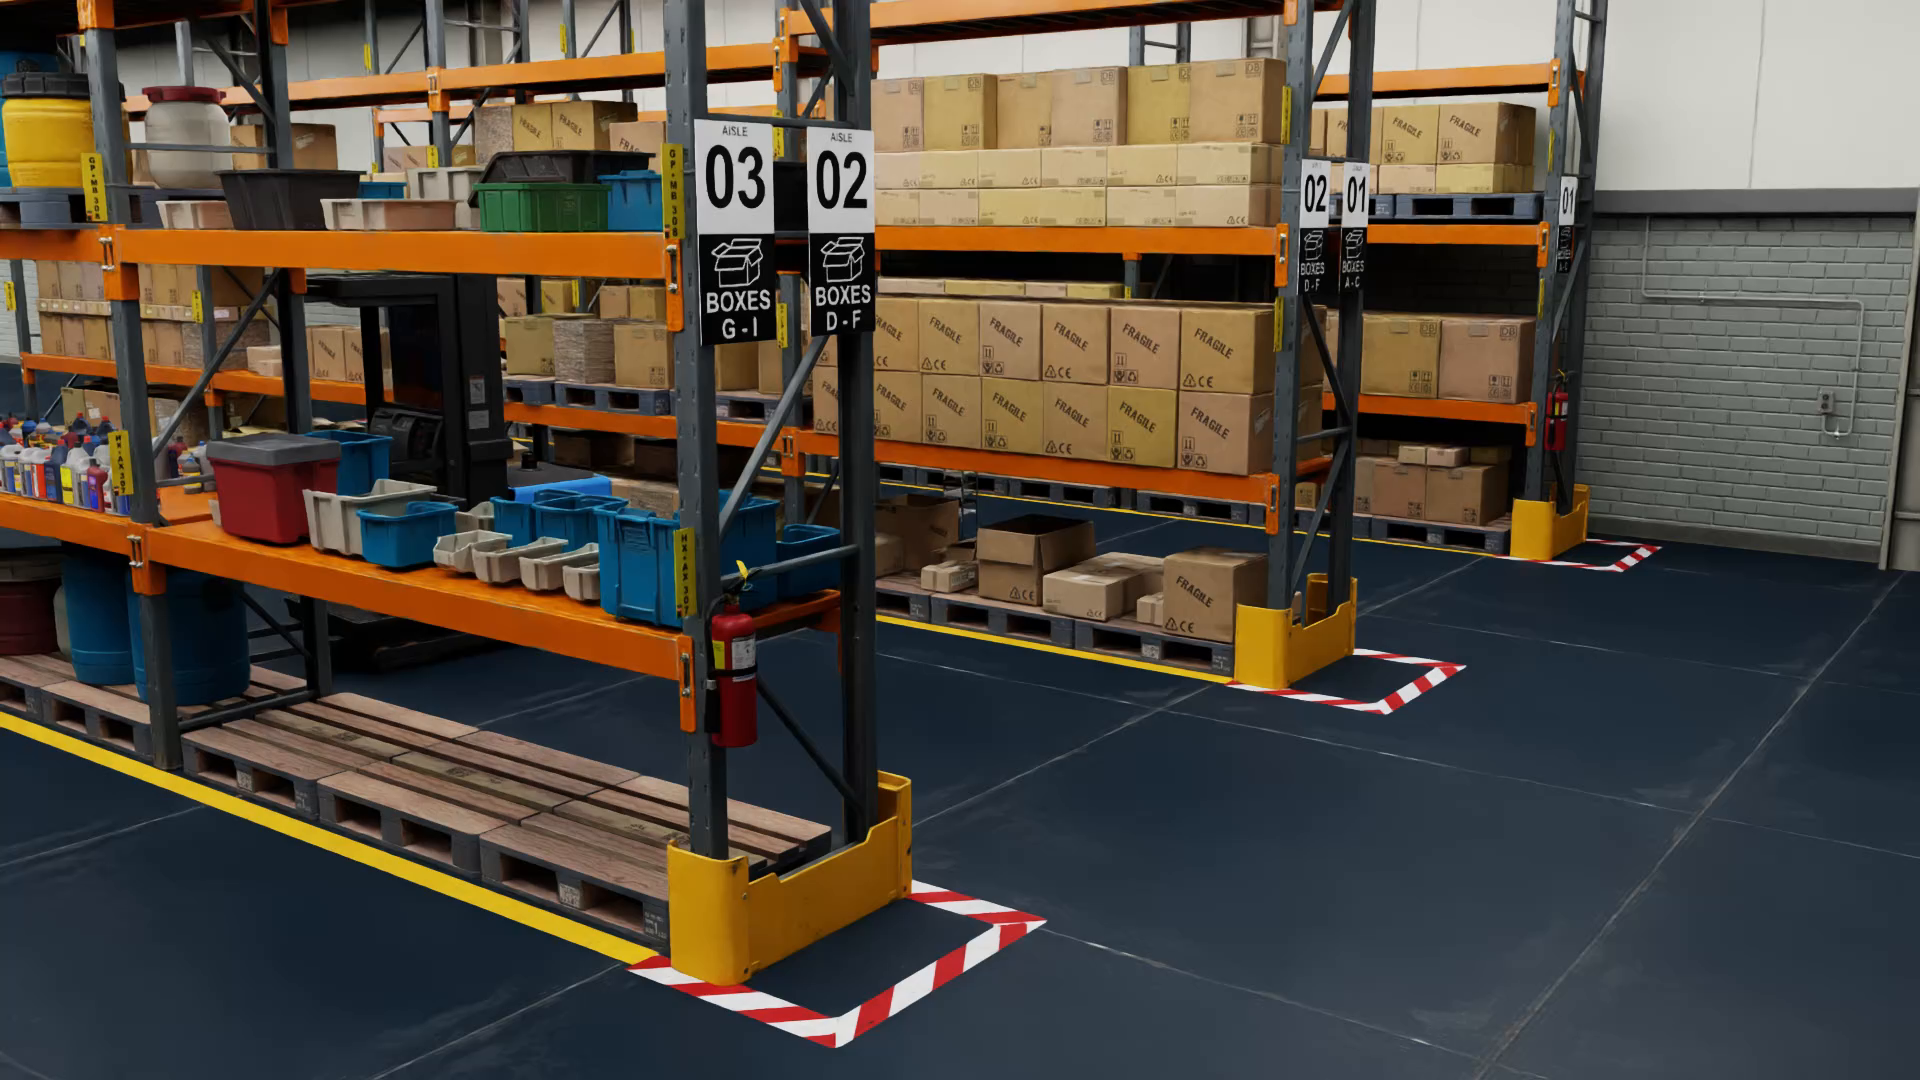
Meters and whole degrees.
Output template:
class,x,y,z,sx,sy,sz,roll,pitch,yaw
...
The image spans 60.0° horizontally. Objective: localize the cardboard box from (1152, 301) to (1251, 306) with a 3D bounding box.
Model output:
class,x,y,z,sx,sy,sz,roll,pitch,yaw
cardboard box,1.615,-1.332,11.124,0.500,0.500,0.500,8,14,36

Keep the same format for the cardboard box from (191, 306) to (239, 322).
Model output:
class,x,y,z,sx,sy,sz,roll,pitch,yaw
cardboard box,-7.776,-2.359,17.356,0.250,0.149,0.380,8,13,35

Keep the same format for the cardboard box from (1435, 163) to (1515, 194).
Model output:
class,x,y,z,sx,sy,sz,roll,pitch,yaw
cardboard box,4.424,-3.099,14.282,0.500,0.250,0.500,8,14,37

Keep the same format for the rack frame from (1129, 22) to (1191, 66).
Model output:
class,x,y,z,sx,sy,sz,roll,pitch,yaw
rack frame,1.947,-4.799,16.141,0.127,3.000,1.000,8,13,36

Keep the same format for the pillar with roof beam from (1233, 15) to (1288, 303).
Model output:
class,x,y,z,sx,sy,sz,roll,pitch,yaw
pillar with roof beam,0.475,-4.193,13.013,0.400,9.000,9.100,8,13,36

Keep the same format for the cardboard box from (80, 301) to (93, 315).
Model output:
class,x,y,z,sx,sy,sz,roll,pitch,yaw
cardboard box,-9.632,-2.618,18.695,0.250,0.149,0.380,7,13,34

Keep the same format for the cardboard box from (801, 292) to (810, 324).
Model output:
class,x,y,z,sx,sy,sz,roll,pitch,yaw
cardboard box,-1.662,-2.619,19.250,0.500,0.500,0.700,6,13,29

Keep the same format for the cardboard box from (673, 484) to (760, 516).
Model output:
class,x,y,z,sx,sy,sz,roll,pitch,yaw
cardboard box,-1.943,-0.152,13.339,0.500,0.500,0.500,8,14,36

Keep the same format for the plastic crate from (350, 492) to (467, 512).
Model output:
class,x,y,z,sx,sy,sz,roll,pitch,yaw
plastic crate,-2.856,-0.146,8.454,0.590,0.125,0.437,8,13,36

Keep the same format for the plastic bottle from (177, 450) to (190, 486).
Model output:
class,x,y,z,sx,sy,sz,roll,pitch,yaw
plastic bottle,-4.594,-0.430,9.876,0.097,0.201,0.097,0,11,0

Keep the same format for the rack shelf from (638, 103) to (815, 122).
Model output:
class,x,y,z,sx,sy,sz,roll,pitch,yaw
rack shelf,-2.889,-4.924,19.735,4.000,0.370,1.077,8,13,36

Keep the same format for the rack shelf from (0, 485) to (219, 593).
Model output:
class,x,y,z,sx,sy,sz,roll,pitch,yaw
rack shelf,-5.529,-0.208,10.102,4.000,0.370,1.077,8,13,36

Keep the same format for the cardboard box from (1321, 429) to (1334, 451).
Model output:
class,x,y,z,sx,sy,sz,roll,pitch,yaw
cardboard box,3.540,-0.952,15.819,0.250,0.149,0.380,8,13,35

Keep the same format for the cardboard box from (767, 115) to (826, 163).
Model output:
class,x,y,z,sx,sy,sz,roll,pitch,yaw
cardboard box,-1.344,-2.939,12.796,0.600,0.600,0.600,6,13,30

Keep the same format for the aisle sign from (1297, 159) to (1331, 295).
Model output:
class,x,y,z,sx,sy,sz,roll,pitch,yaw
aisle sign,2.116,-1.866,9.936,0.004,0.787,0.394,8,13,36

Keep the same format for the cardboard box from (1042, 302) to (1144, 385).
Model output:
class,x,y,z,sx,sy,sz,roll,pitch,yaw
cardboard box,0.892,-1.307,10.992,0.500,0.500,0.500,8,14,37

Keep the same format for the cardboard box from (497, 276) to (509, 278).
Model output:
class,x,y,z,sx,sy,sz,roll,pitch,yaw
cardboard box,-6.400,-3.371,22.923,0.500,0.500,0.500,7,13,34

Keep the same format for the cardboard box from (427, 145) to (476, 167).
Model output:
class,x,y,z,sx,sy,sz,roll,pitch,yaw
cardboard box,-6.764,-5.024,22.257,0.500,0.500,0.500,8,14,37

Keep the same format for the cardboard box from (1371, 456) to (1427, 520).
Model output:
class,x,y,z,sx,sy,sz,roll,pitch,yaw
cardboard box,4.144,-0.502,15.203,0.500,0.500,0.700,8,13,35

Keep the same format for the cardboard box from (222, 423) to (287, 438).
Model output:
class,x,y,z,sx,sy,sz,roll,pitch,yaw
cardboard box,-7.244,-1.041,17.169,0.500,0.311,0.500,8,14,36

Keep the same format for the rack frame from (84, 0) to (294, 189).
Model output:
class,x,y,z,sx,sy,sz,roll,pitch,yaw
rack frame,-3.917,-3.282,8.302,0.127,3.000,1.000,8,13,36

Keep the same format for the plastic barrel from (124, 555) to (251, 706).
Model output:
class,x,y,z,sx,sy,sz,roll,pitch,yaw
plastic barrel,-4.345,0.424,9.361,0.708,0.901,0.600,8,13,36

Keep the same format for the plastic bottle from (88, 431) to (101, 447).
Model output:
class,x,y,z,sx,sy,sz,roll,pitch,yaw
plastic bottle,-5.317,-0.531,10.215,0.097,0.271,0.097,0,11,0

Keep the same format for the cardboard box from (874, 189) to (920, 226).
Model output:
class,x,y,z,sx,sy,sz,roll,pitch,yaw
cardboard box,-0.336,-2.344,11.746,0.500,0.250,0.500,8,13,36

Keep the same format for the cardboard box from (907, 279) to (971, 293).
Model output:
class,x,y,z,sx,sy,sz,roll,pitch,yaw
cardboard box,-0.225,-2.670,17.858,0.500,0.250,0.500,8,14,36

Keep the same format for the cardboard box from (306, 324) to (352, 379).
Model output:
class,x,y,z,sx,sy,sz,roll,pitch,yaw
cardboard box,-6.396,-1.895,16.663,0.500,0.500,0.500,9,14,40

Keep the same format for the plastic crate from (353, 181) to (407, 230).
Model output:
class,x,y,z,sx,sy,sz,roll,pitch,yaw
plastic crate,-2.994,-1.673,8.326,0.300,0.233,0.416,8,13,36

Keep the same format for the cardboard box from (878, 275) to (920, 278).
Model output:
class,x,y,z,sx,sy,sz,roll,pitch,yaw
cardboard box,-0.758,-2.865,18.867,0.500,0.250,0.500,8,14,37

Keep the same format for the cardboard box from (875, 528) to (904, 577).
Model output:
class,x,y,z,sx,sy,sz,roll,pitch,yaw
cardboard box,-0.772,0.090,12.588,0.500,0.311,0.500,8,13,36

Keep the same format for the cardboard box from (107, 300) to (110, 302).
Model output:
class,x,y,z,sx,sy,sz,roll,pitch,yaw
cardboard box,-9.005,-2.898,18.433,0.500,0.500,0.700,8,14,36

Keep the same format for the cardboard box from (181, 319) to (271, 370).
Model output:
class,x,y,z,sx,sy,sz,roll,pitch,yaw
cardboard box,-7.791,-2.092,17.682,0.500,0.500,0.700,8,13,34

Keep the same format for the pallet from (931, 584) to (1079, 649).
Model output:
class,x,y,z,sx,sy,sz,roll,pitch,yaw
pallet,0.558,0.489,11.946,1.213,0.211,1.003,8,13,36

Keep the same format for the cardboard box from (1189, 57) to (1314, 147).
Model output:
class,x,y,z,sx,sy,sz,roll,pitch,yaw
cardboard box,1.818,-2.713,10.361,0.500,0.500,0.700,8,13,36

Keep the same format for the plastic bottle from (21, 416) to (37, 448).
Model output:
class,x,y,z,sx,sy,sz,roll,pitch,yaw
plastic bottle,-6.137,-0.679,10.982,0.097,0.271,0.097,0,11,0

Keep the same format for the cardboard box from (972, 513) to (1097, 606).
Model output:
class,x,y,z,sx,sy,sz,roll,pitch,yaw
cardboard box,0.535,0.126,11.897,0.637,0.503,0.797,8,13,36

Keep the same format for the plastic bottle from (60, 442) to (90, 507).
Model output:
class,x,y,z,sx,sy,sz,roll,pitch,yaw
plastic bottle,-4.852,-0.365,9.151,0.185,0.351,0.144,8,13,36

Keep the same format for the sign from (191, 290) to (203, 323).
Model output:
class,x,y,z,sx,sy,sz,roll,pitch,yaw
sign,-7.757,-2.373,16.908,0.005,0.325,0.100,8,13,36

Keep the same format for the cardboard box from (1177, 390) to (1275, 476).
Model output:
class,x,y,z,sx,sy,sz,roll,pitch,yaw
cardboard box,1.720,-0.702,10.500,0.500,0.500,0.500,8,14,37

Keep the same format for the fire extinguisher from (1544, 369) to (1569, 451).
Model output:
class,x,y,z,sx,sy,sz,roll,pitch,yaw
fire extinguisher,5.019,-1.095,13.977,0.183,0.674,0.296,8,13,36

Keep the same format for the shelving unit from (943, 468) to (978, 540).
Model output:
class,x,y,z,sx,sy,sz,roll,pitch,yaw
shelving unit,0.007,-0.441,14.939,0.210,0.900,0.258,8,13,36

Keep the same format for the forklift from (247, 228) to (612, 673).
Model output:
class,x,y,z,sx,sy,sz,roll,pitch,yaw
forklift,-3.834,-0.699,10.928,1.130,2.935,3.031,11,15,44

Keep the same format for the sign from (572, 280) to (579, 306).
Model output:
class,x,y,z,sx,sy,sz,roll,pitch,yaw
sign,-4.816,-3.094,20.844,0.005,0.325,0.100,8,13,36

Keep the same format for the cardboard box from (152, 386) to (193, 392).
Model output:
class,x,y,z,sx,sy,sz,roll,pitch,yaw
cardboard box,-8.829,-1.487,18.975,0.500,0.500,0.500,8,13,36

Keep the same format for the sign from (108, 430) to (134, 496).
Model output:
class,x,y,z,sx,sy,sz,roll,pitch,yaw
sign,-4.244,-0.388,8.411,0.005,0.325,0.100,8,13,36

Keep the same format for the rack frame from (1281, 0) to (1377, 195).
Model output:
class,x,y,z,sx,sy,sz,roll,pitch,yaw
rack frame,2.242,-3.590,9.895,0.127,3.000,1.000,8,13,36

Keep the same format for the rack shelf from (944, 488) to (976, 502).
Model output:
class,x,y,z,sx,sy,sz,roll,pitch,yaw
rack shelf,0.007,-0.408,14.946,0.200,0.077,0.258,8,13,36

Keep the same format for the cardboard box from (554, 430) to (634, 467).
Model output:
class,x,y,z,sx,sy,sz,roll,pitch,yaw
cardboard box,-3.265,-0.826,14.851,0.500,0.250,0.500,9,14,38

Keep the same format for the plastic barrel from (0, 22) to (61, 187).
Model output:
class,x,y,z,sx,sy,sz,roll,pitch,yaw
plastic barrel,-5.383,-2.430,9.370,0.708,0.901,0.600,8,13,36

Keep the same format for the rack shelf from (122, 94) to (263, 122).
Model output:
class,x,y,z,sx,sy,sz,roll,pitch,yaw
rack shelf,-9.042,-4.614,18.137,4.000,0.370,1.077,8,13,36

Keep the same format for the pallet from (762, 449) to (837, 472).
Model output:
class,x,y,z,sx,sy,sz,roll,pitch,yaw
pallet,-1.906,-1.022,19.756,1.213,0.211,1.003,8,13,36

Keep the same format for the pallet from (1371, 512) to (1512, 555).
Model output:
class,x,y,z,sx,sy,sz,roll,pitch,yaw
pallet,4.480,-0.112,15.054,1.213,0.211,1.003,8,13,36

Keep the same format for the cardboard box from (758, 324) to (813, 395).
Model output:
class,x,y,z,sx,sy,sz,roll,pitch,yaw
cardboard box,-1.232,-1.437,13.192,0.500,0.500,0.700,3,11,16

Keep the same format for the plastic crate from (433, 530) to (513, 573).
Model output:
class,x,y,z,sx,sy,sz,roll,pitch,yaw
plastic crate,-2.171,0.056,7.377,0.250,0.136,0.298,8,13,36
